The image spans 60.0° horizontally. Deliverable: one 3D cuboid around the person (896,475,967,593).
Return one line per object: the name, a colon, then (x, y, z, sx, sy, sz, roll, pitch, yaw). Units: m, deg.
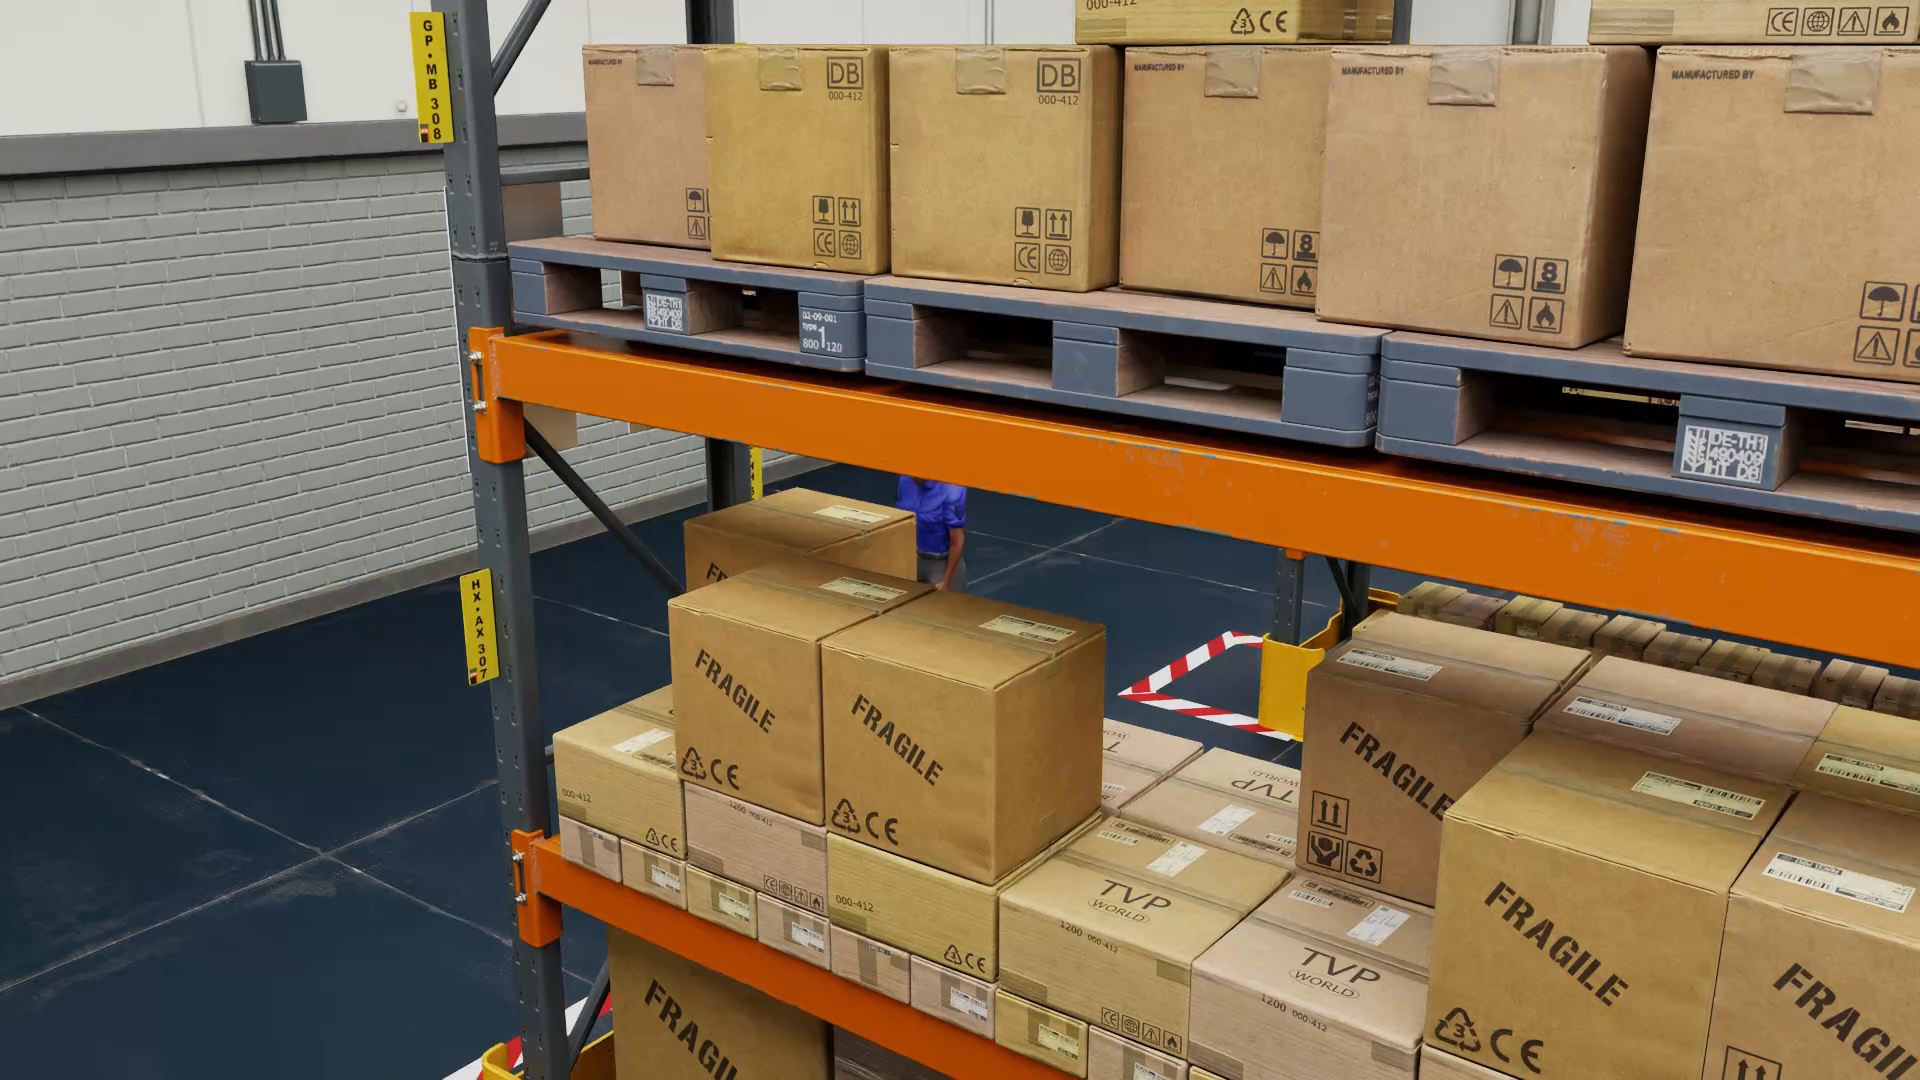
person: (-0.158, 0.200, 9.037, 0.465, 1.583, 0.411, 13, 21, 36)
